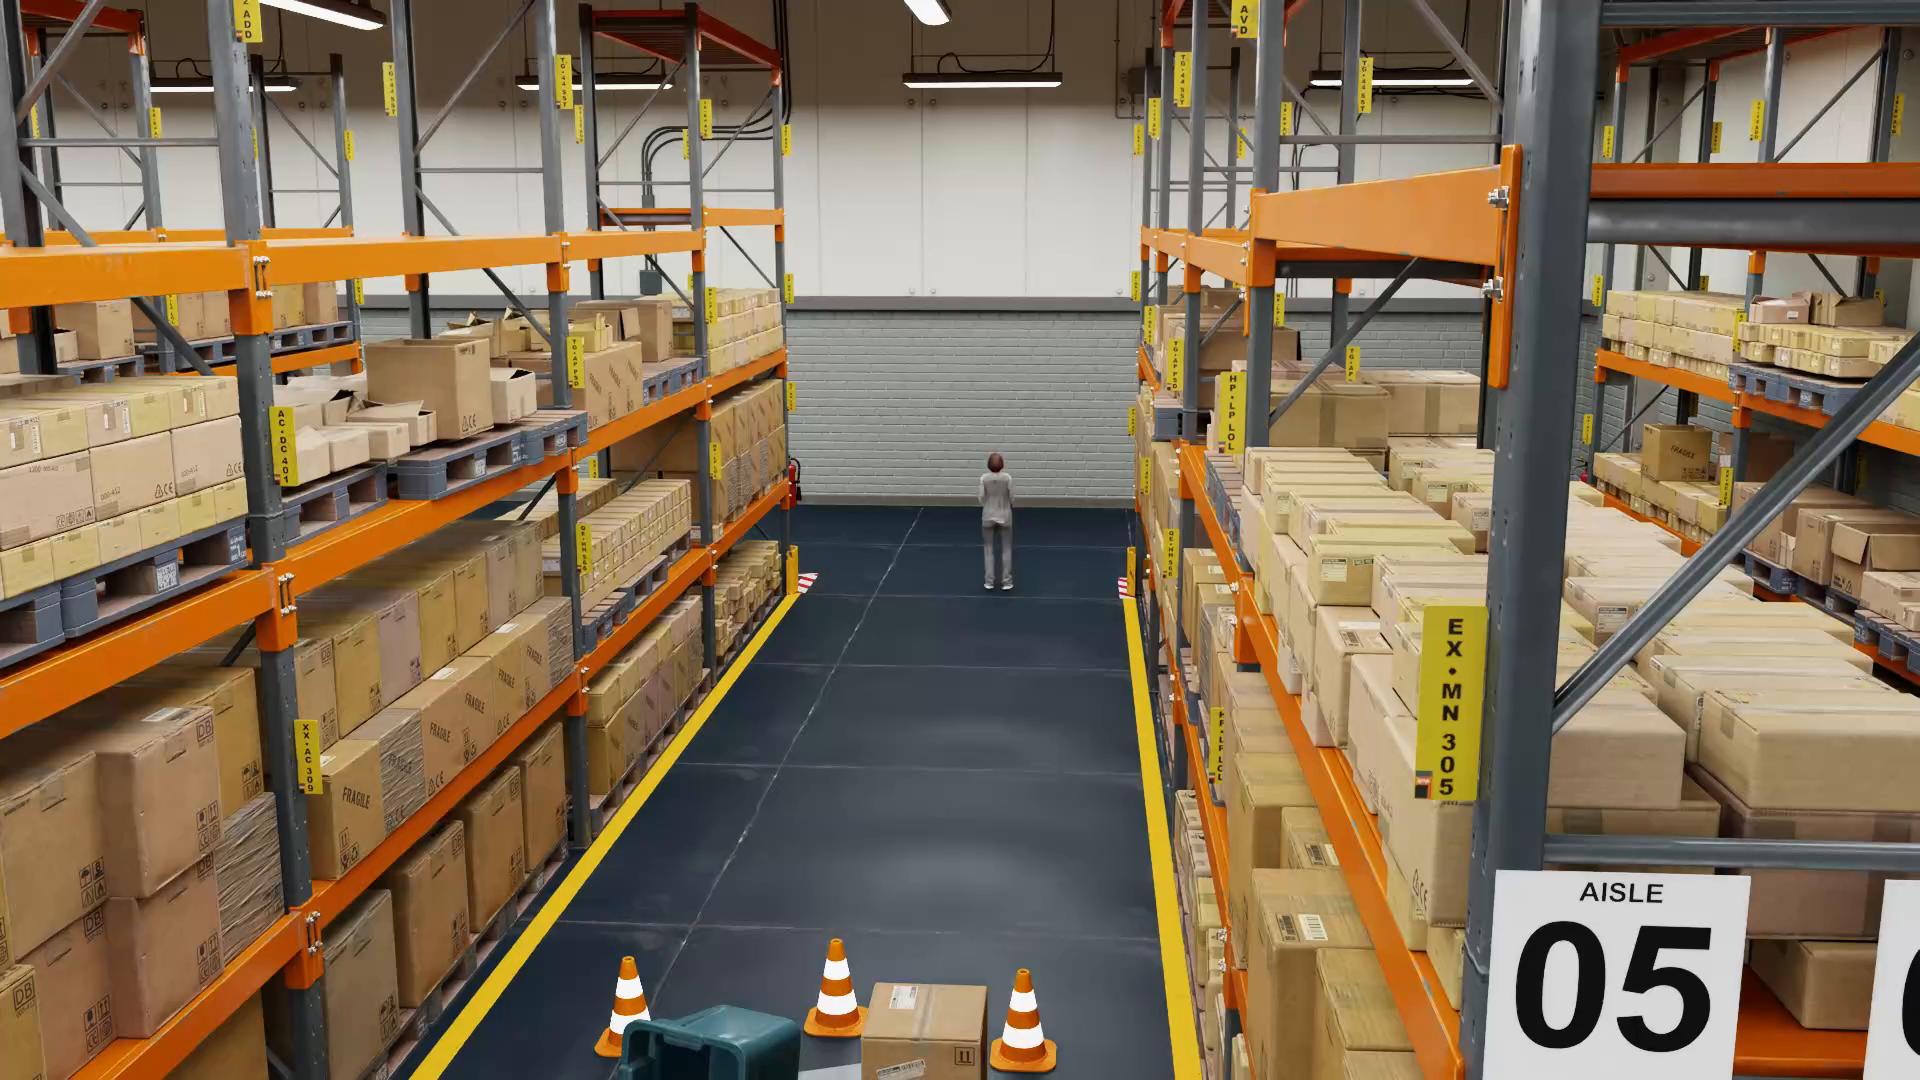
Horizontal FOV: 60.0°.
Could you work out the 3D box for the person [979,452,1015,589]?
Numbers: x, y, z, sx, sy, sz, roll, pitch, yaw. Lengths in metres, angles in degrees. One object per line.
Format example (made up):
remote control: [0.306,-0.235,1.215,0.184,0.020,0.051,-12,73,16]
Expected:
person: [0.421,-0.236,19.165,0.412,1.598,0.477,1,11,4]
